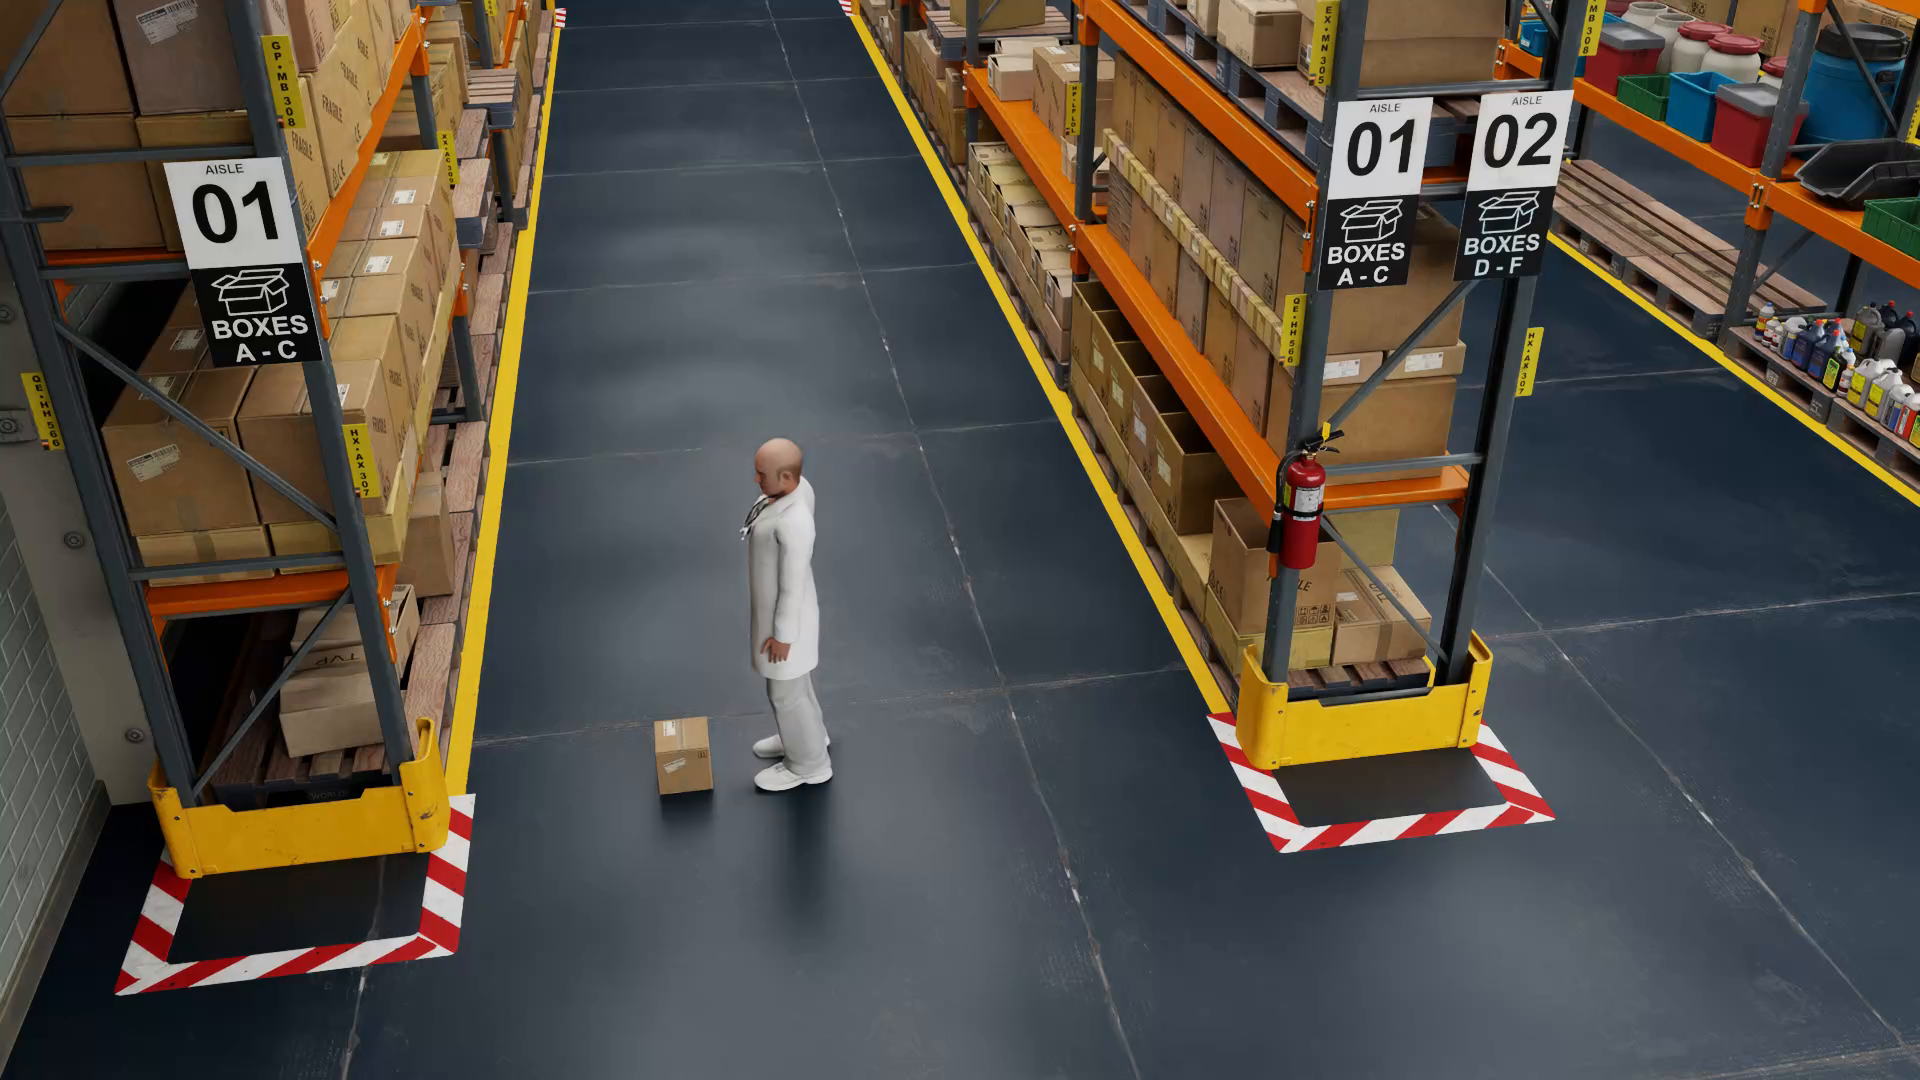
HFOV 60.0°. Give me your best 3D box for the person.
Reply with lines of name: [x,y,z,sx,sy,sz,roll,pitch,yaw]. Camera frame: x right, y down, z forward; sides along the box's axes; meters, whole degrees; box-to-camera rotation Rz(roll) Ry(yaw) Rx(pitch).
person: [-0.805,0.342,7.586,0.385,1.783,0.562,-5,31,-8]
